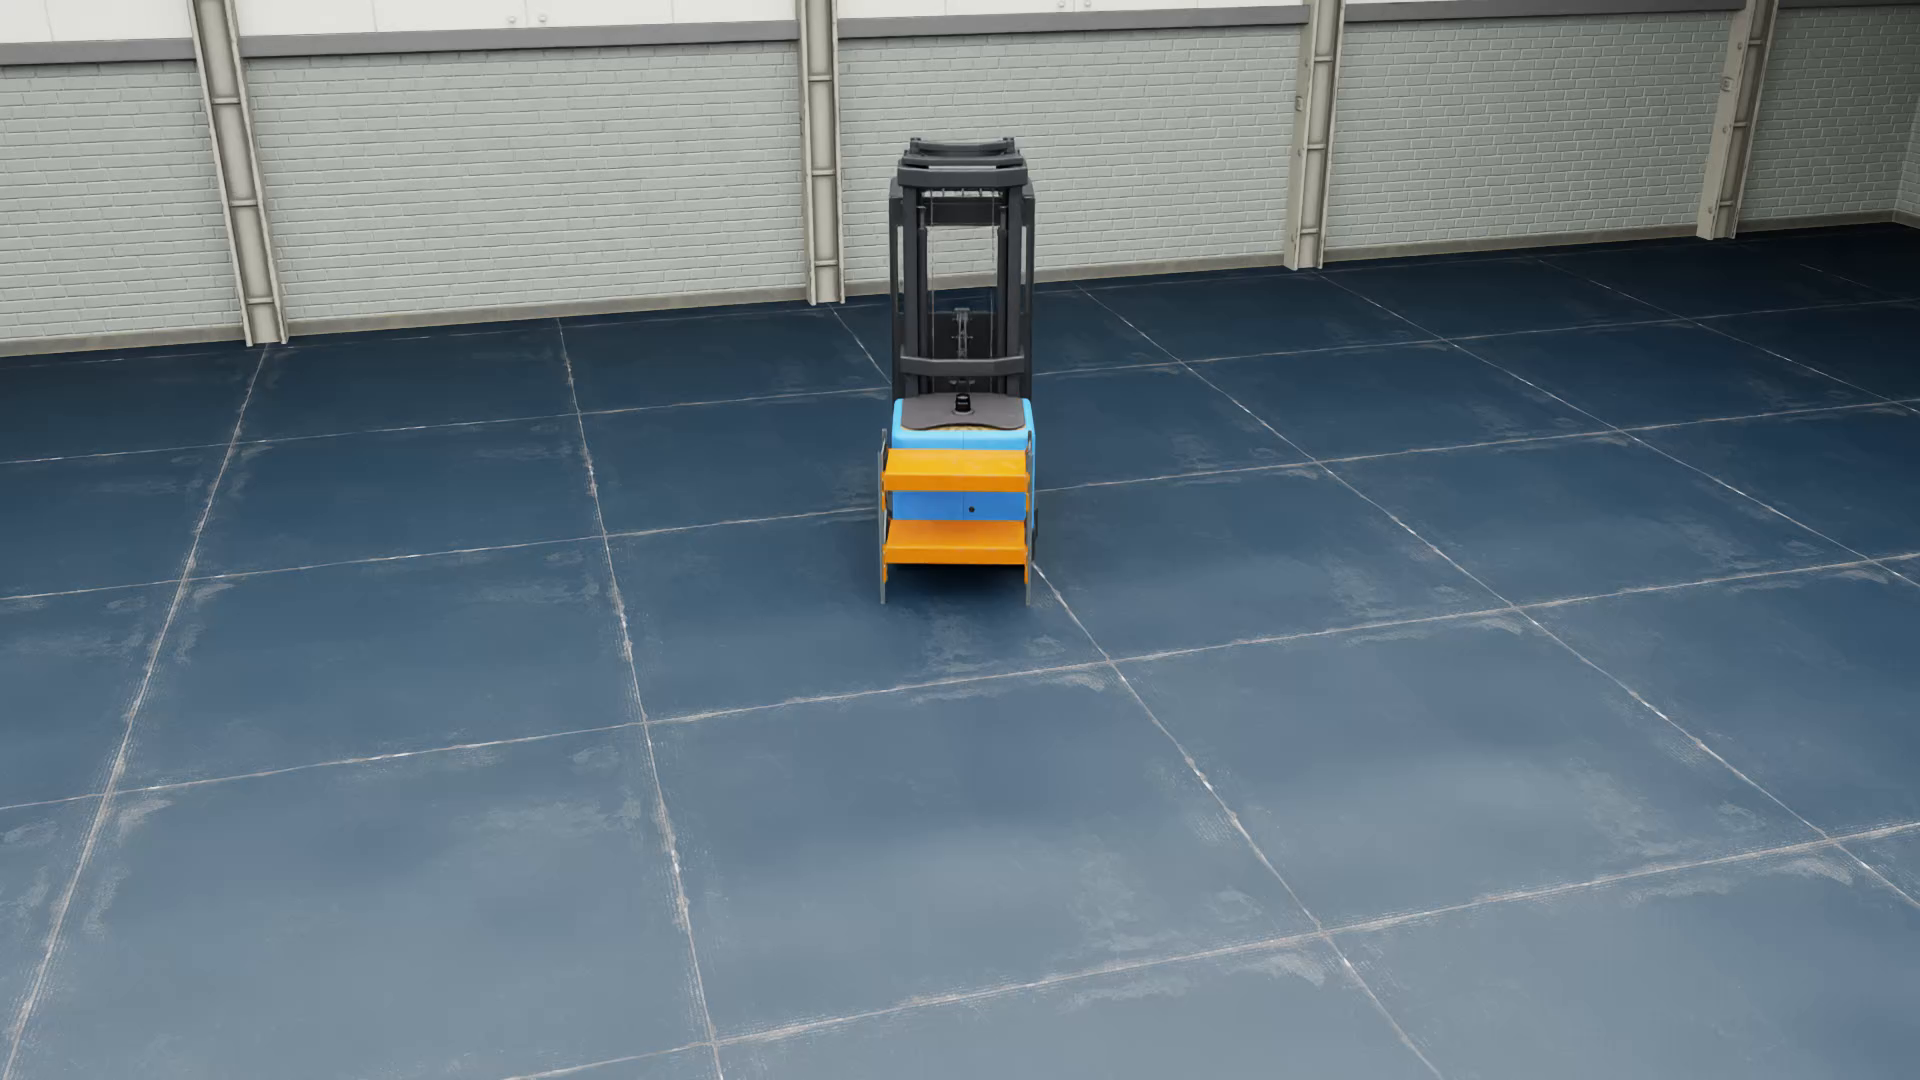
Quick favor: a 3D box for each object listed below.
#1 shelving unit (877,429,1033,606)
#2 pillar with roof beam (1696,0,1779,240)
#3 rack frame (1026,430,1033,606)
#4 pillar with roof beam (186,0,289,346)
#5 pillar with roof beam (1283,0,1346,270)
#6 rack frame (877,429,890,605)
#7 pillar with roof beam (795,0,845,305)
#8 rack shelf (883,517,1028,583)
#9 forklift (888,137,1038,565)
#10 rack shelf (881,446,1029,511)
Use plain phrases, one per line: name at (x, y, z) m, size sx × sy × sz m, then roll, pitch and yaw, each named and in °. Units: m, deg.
shelving unit at (-0.026, -0.159, 11.623) m, size 1.048 × 1.125 × 0.538 m, roll 1°, pitch 23°, yaw 1°
pillar with roof beam at (11.175, -6.526, 16.477) m, size 0.400 × 9.000 × 9.100 m, roll -6°, pitch 24°, yaw -14°
rack frame at (0.483, -0.154, 11.612) m, size 0.032 × 1.125 × 0.500 m, roll 1°, pitch 23°, yaw 1°
pillar with roof beam at (-6.156, -4.609, 12.009) m, size 0.400 × 9.000 × 9.100 m, roll -6°, pitch 24°, yaw -14°
pillar with roof beam at (5.398, -5.887, 14.987) m, size 0.400 × 9.000 × 9.100 m, roll -6°, pitch 24°, yaw -14°
rack frame at (-0.534, -0.163, 11.634) m, size 0.032 × 1.125 × 0.500 m, roll 1°, pitch 23°, yaw 1°
pillar with roof beam at (-0.379, -5.248, 13.498) m, size 0.400 × 9.000 × 9.100 m, roll -6°, pitch 24°, yaw -14°
rack shelf at (-0.026, 0.066, 11.719) m, size 1.000 × 0.278 × 0.538 m, roll 1°, pitch 23°, yaw 1°
forklift at (0.011, -1.701, 12.927) m, size 1.130 × 2.935 × 3.031 m, roll 0°, pitch 23°, yaw -1°
rack shelf at (-0.026, -0.427, 11.508) m, size 1.000 × 0.278 × 0.538 m, roll 1°, pitch 23°, yaw 1°
